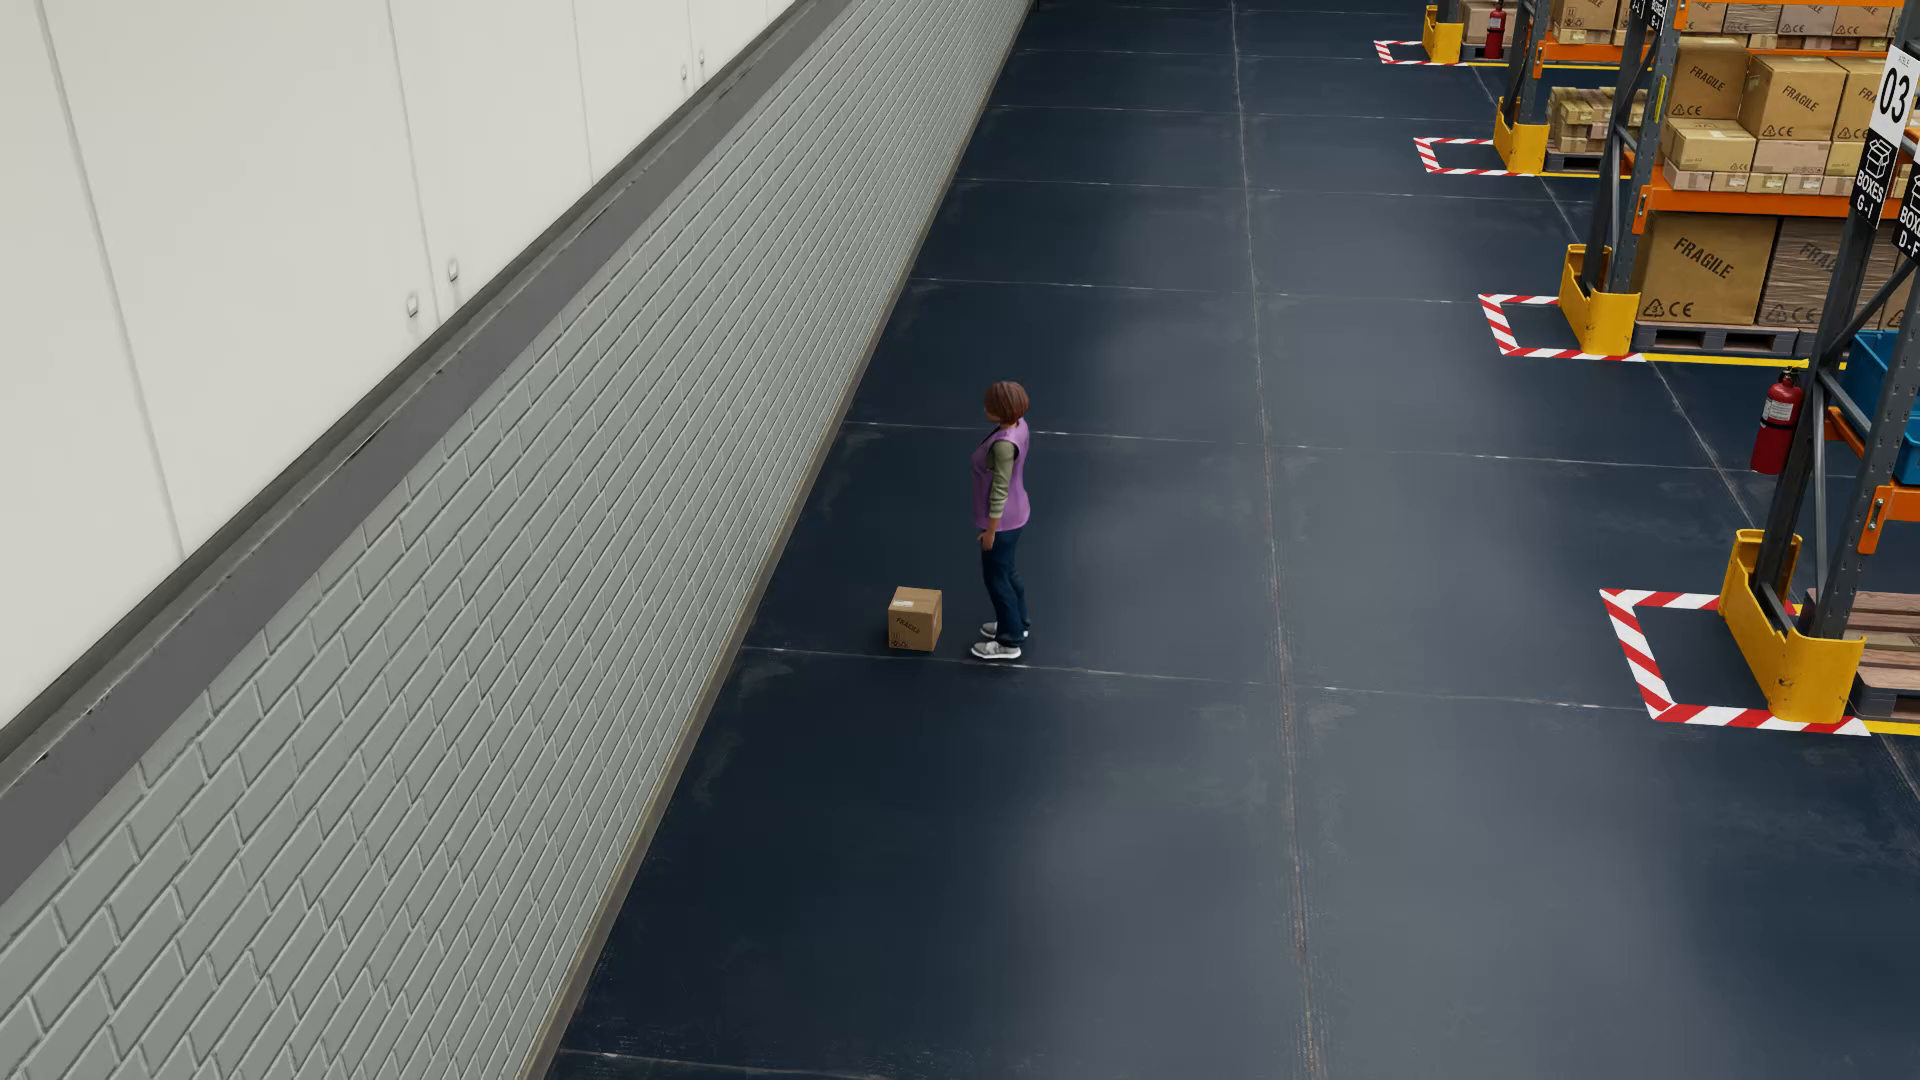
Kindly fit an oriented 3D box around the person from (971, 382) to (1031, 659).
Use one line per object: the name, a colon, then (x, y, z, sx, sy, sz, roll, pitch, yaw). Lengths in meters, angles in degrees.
person: (0.221, -0.100, 8.823, 0.310, 1.600, 0.405, 6, 29, 10)
